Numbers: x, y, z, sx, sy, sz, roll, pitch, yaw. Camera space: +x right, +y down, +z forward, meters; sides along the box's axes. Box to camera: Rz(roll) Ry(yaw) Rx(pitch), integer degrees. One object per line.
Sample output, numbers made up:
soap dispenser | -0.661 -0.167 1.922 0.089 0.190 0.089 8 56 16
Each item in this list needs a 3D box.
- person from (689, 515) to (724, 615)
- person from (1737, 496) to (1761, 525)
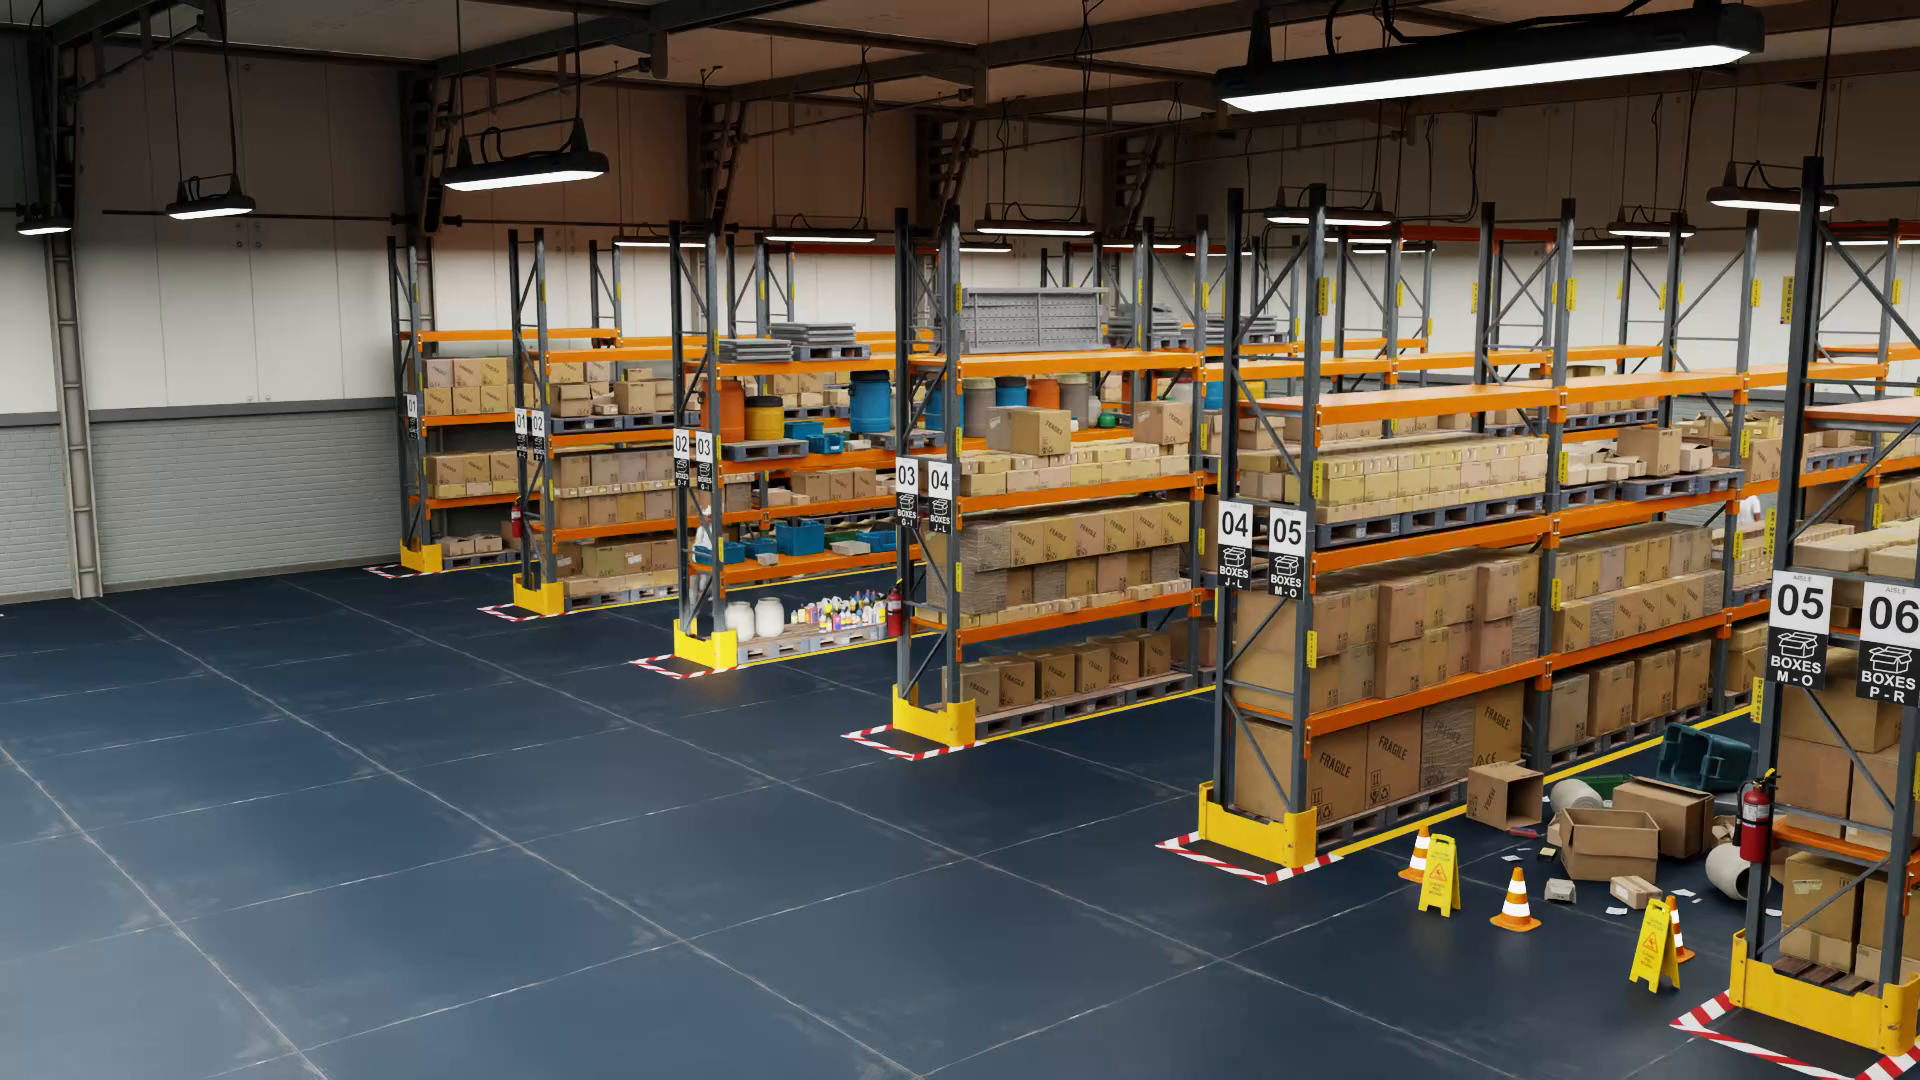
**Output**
person | -3.987 0.402 25.667 0.570 1.705 0.755 4 10 27
person | 13.845 -0.192 29.419 0.576 1.685 1.056 6 11 34
